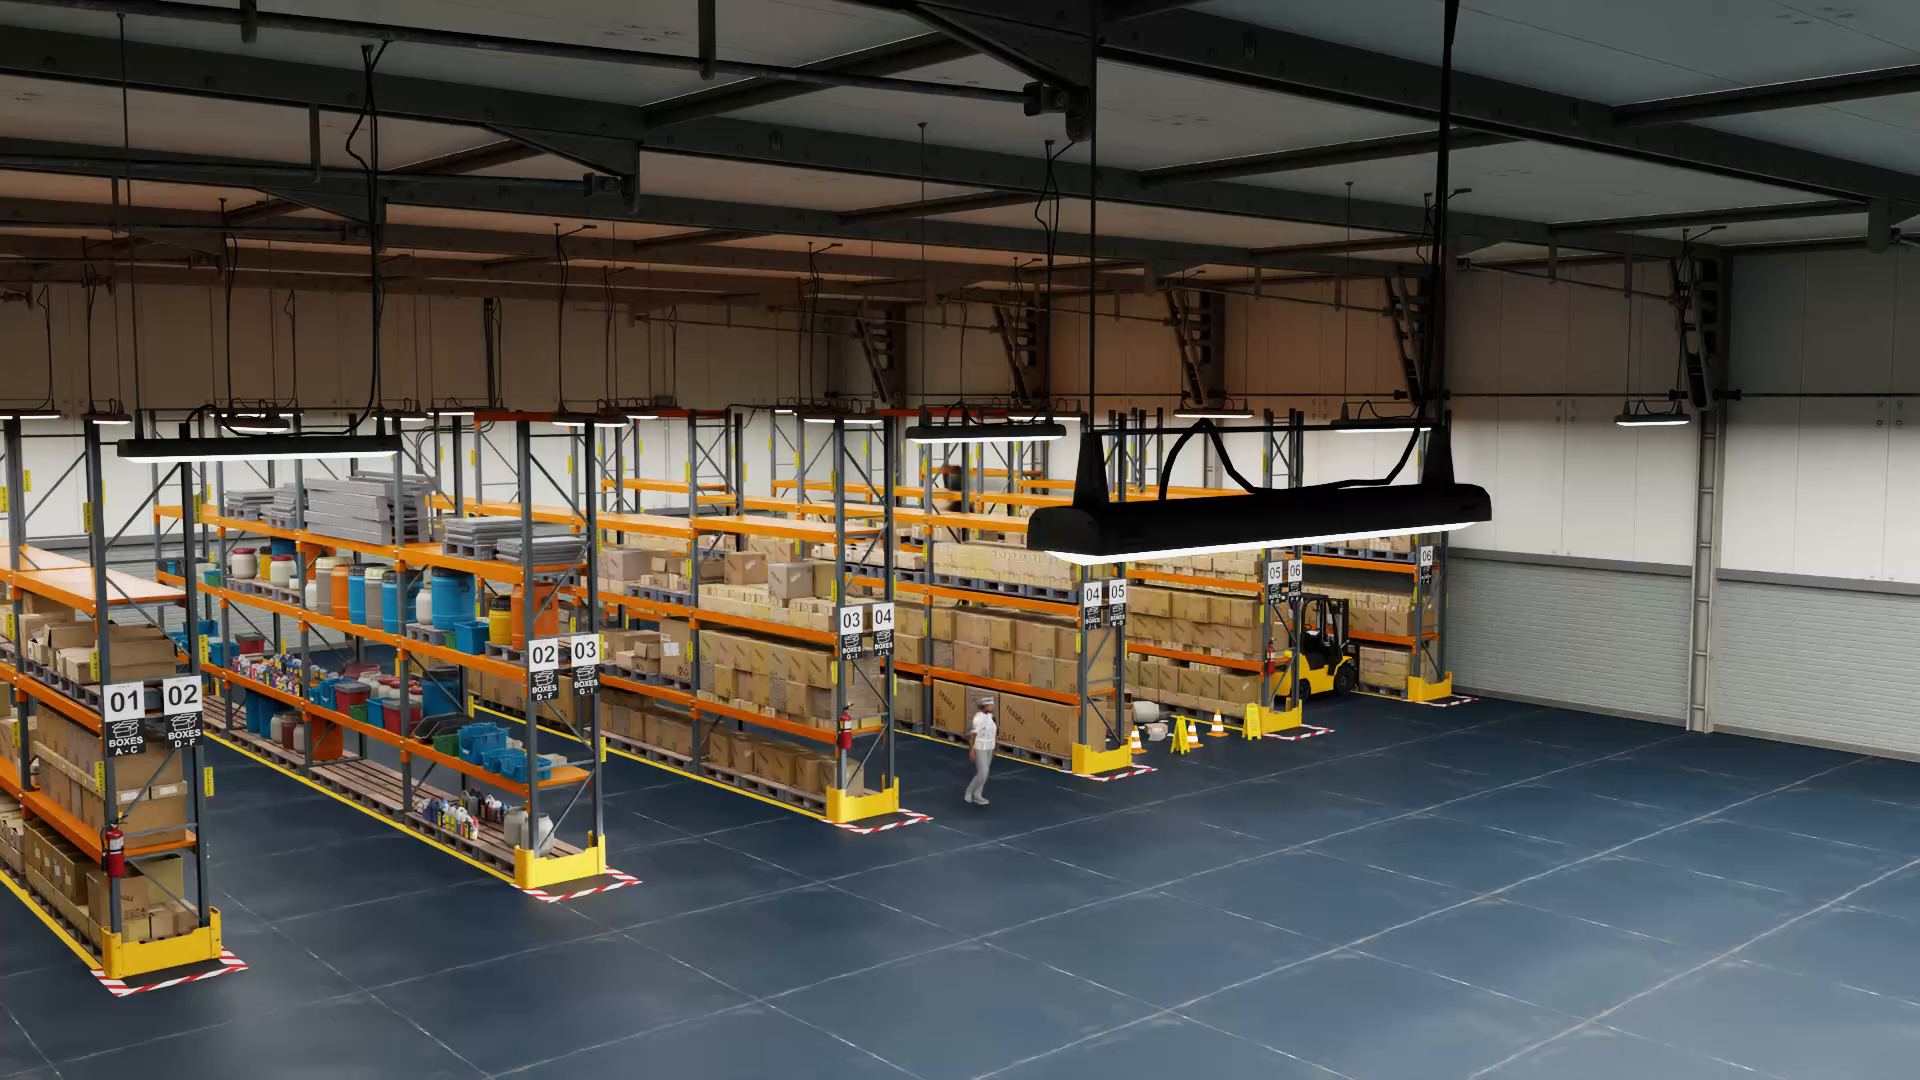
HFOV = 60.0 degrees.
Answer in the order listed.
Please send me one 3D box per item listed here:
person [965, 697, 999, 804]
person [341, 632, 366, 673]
[{"bbox_3d":[0.316,3.242,25.621,0.442,1.662,0.550,3,6,32],"label":"person"},{"bbox_3d":[-13.611,2.244,37.214,0.527,1.659,0.713,-2,6,-25],"label":"person"}]
